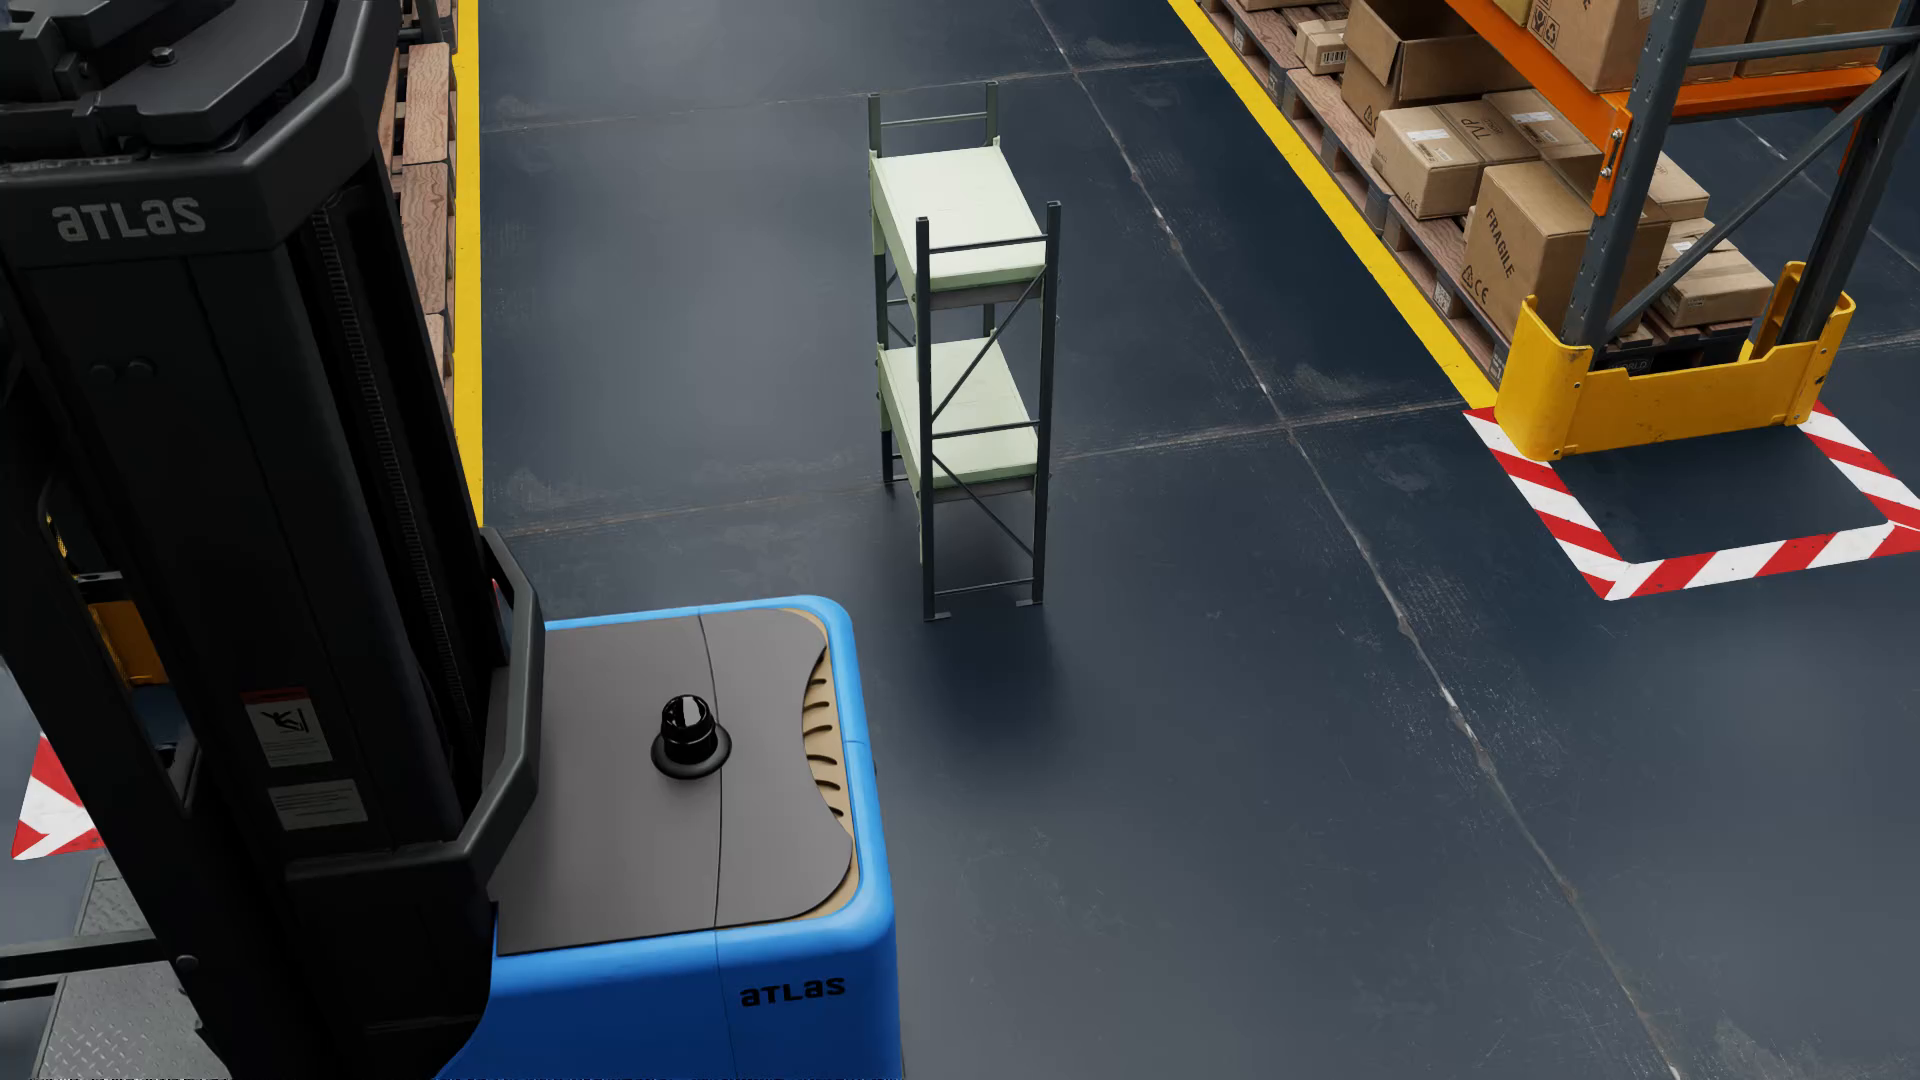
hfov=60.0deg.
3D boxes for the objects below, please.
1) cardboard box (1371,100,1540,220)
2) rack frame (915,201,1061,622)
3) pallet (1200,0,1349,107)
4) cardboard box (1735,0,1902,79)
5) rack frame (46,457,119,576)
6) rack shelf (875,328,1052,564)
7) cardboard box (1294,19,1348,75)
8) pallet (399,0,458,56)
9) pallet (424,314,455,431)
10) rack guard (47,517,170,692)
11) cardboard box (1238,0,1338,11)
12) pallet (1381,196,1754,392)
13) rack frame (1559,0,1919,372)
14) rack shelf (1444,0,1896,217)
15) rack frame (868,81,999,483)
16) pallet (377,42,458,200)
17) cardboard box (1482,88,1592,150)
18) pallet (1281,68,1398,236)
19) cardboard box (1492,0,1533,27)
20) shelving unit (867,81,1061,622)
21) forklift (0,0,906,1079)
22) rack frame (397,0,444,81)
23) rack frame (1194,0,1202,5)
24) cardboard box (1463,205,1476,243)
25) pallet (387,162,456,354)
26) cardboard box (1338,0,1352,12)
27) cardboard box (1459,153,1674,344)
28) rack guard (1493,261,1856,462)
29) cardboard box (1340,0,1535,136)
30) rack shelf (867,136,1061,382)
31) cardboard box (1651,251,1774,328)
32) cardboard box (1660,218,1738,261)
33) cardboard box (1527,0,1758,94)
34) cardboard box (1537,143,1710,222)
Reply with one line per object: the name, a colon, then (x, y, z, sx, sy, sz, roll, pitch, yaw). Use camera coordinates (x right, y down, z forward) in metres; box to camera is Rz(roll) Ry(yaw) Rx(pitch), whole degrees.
cardboard box: (2.091, -1.618, 7.053, 0.500, 0.250, 0.500, -8, 42, -9)
rack frame: (0.078, -0.328, 4.990, 0.400, 1.500, 0.023, -8, 42, -9)
pallet: (1.909, -2.649, 8.576, 1.003, 0.211, 1.213, -8, 42, -9)
cardboard box: (2.786, -1.907, 5.564, 0.500, 0.500, 0.500, -8, 42, -8)
rack frame: (-2.213, -0.837, 4.434, 1.000, 3.000, 0.127, -8, 42, -9)
rack shelf: (-0.001, -0.321, 5.473, 0.431, 0.370, 0.720, -8, 42, -9)
cardboard box: (1.837, -2.380, 7.974, 0.380, 0.166, 0.250, -8, 42, -9)
pallet: (-3.202, -2.893, 8.850, 1.003, 0.211, 1.213, -8, 42, -9)
pallet: (-2.353, -0.335, 5.968, 1.003, 0.211, 1.213, -8, 42, -9)
rack guard: (-2.195, 0.111, 5.248, 1.175, 0.500, 0.348, -8, 42, -9)
cardboard box: (1.641, -2.993, 8.557, 0.500, 0.311, 0.500, -8, 42, -9)
pallet: (2.435, -1.068, 6.794, 1.003, 0.211, 1.213, -8, 42, -9)
rack frame: (2.625, -1.545, 5.231, 1.000, 3.000, 0.127, -8, 42, -9)
rack shelf: (2.193, -2.572, 6.930, 1.077, 0.370, 4.000, -8, 42, -9)
rack frame: (-0.080, -0.802, 5.524, 0.400, 1.500, 0.023, -8, 42, -9)
pallet: (-2.880, -1.916, 7.750, 1.003, 0.211, 1.213, -8, 42, -9)
cardboard box: (2.568, -1.722, 7.170, 0.500, 0.250, 0.500, -8, 42, -9)
pallet: (2.175, -1.857, 7.683, 1.003, 0.211, 1.213, -8, 42, -9)
cardboard box: (2.147, -2.169, 5.859, 0.500, 0.500, 0.500, -8, 42, -9)
shelving unit: (-0.001, -0.565, 5.257, 0.431, 1.500, 0.755, -8, 42, -9)
forklift: (-1.681, 0.293, 3.212, 3.031, 2.935, 1.130, -6, 42, -7)
rack frame: (-3.076, -3.430, 7.355, 1.000, 3.000, 0.127, -8, 42, -9)
rack frame: (1.761, -4.137, 8.151, 1.000, 3.000, 0.127, -8, 42, -9)
cardboard box: (2.267, -1.242, 6.693, 0.380, 0.166, 0.250, -8, 42, -9)
pallet: (-2.613, -1.124, 6.857, 1.003, 0.211, 1.213, -8, 42, -9)
cardboard box: (2.161, -3.038, 8.465, 0.500, 0.500, 0.500, -8, 42, -9)
cardboard box: (2.267, -1.091, 6.272, 0.500, 0.500, 0.500, -8, 42, -9)
rack guard: (2.608, -0.659, 6.116, 1.175, 0.500, 0.348, -8, 42, -9)
cardboard box: (2.172, -2.151, 7.463, 0.797, 0.503, 0.637, -8, 42, -9)
rack shelf: (-0.001, -0.857, 4.998, 0.431, 0.370, 0.720, -8, 42, -9)
cardboard box: (2.870, -0.964, 6.392, 0.380, 0.149, 0.250, -8, 42, -9)
cardboard box: (2.816, -1.132, 6.569, 0.380, 0.166, 0.250, -8, 42, -9)
cardboard box: (2.262, -1.833, 5.480, 0.500, 0.500, 0.500, -7, 42, -8)
cardboard box: (2.676, -1.398, 6.805, 0.500, 0.250, 0.500, -8, 42, -9)
